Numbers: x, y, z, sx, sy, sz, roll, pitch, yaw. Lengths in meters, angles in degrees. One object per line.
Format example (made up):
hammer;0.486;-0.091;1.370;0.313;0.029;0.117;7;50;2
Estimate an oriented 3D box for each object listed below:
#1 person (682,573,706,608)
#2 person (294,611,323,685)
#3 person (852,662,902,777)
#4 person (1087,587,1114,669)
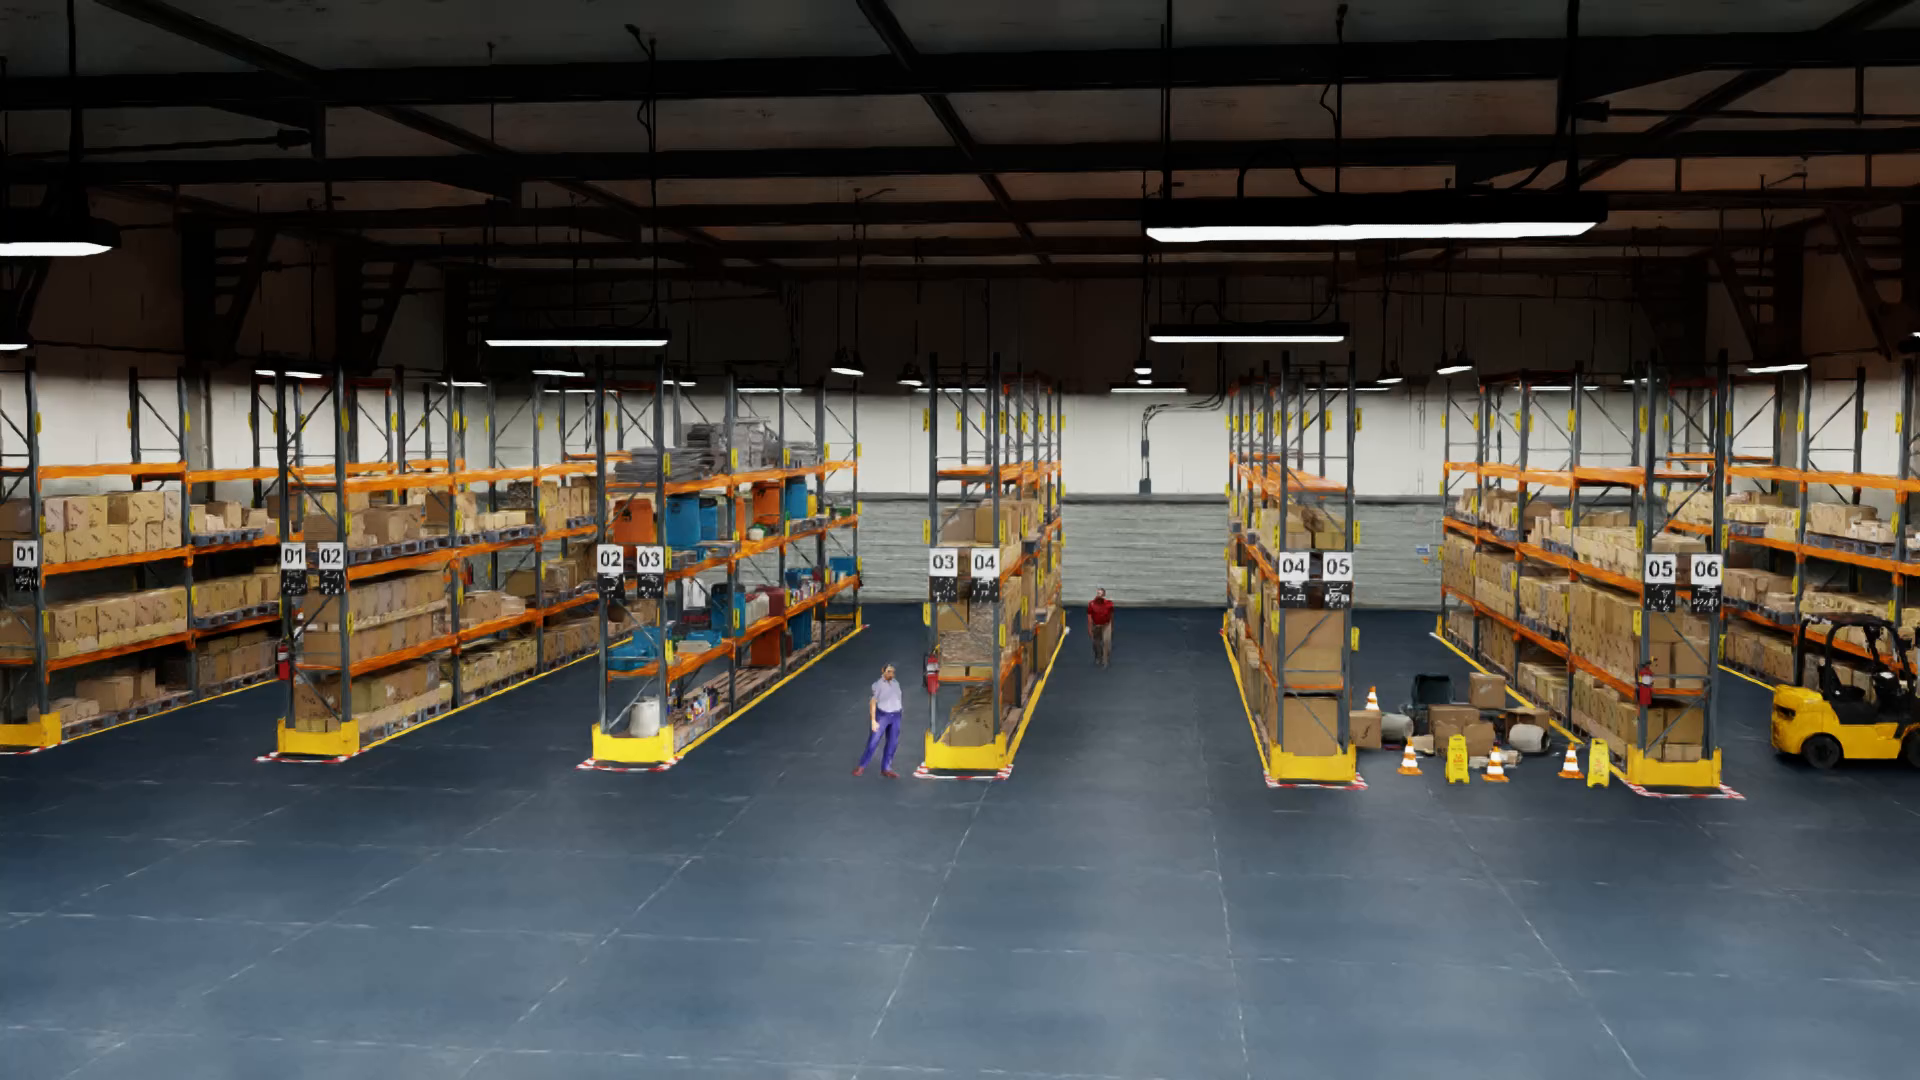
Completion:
person;-6.071;1.460;37.758;0.589;1.697;1.172;0;4;5
person;-11.319;2.096;28.860;0.579;1.732;1.042;0;4;6
person;-1.161;2.530;23.429;0.679;1.641;0.515;-3;5;-35
person;2.848;1.774;33.795;0.542;1.645;1.126;1;4;9
